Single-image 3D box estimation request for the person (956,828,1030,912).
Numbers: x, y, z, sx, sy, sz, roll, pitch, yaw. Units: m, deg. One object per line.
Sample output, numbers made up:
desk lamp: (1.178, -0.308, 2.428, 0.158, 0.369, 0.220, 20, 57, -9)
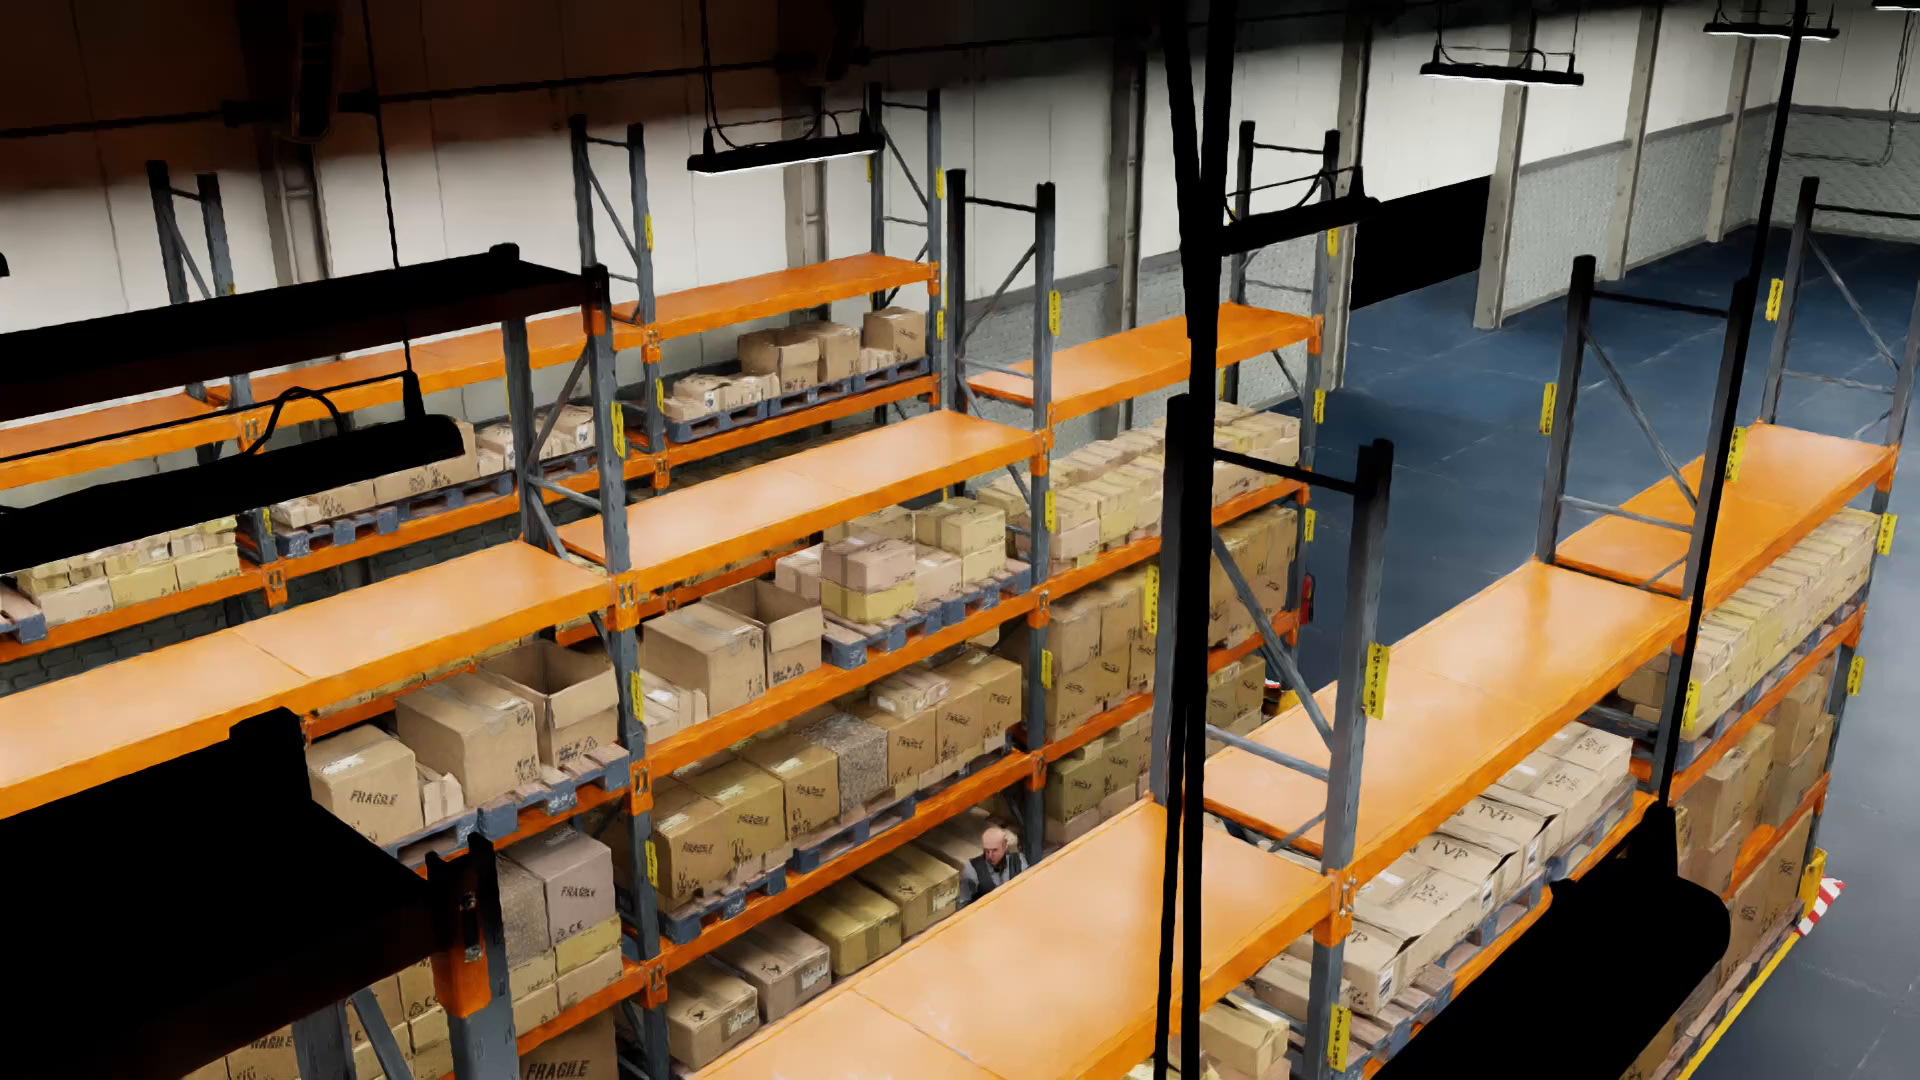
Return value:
person: (0.228, 2.837, 12.224, 0.618, 1.652, 0.432, -8, 23, -21)
